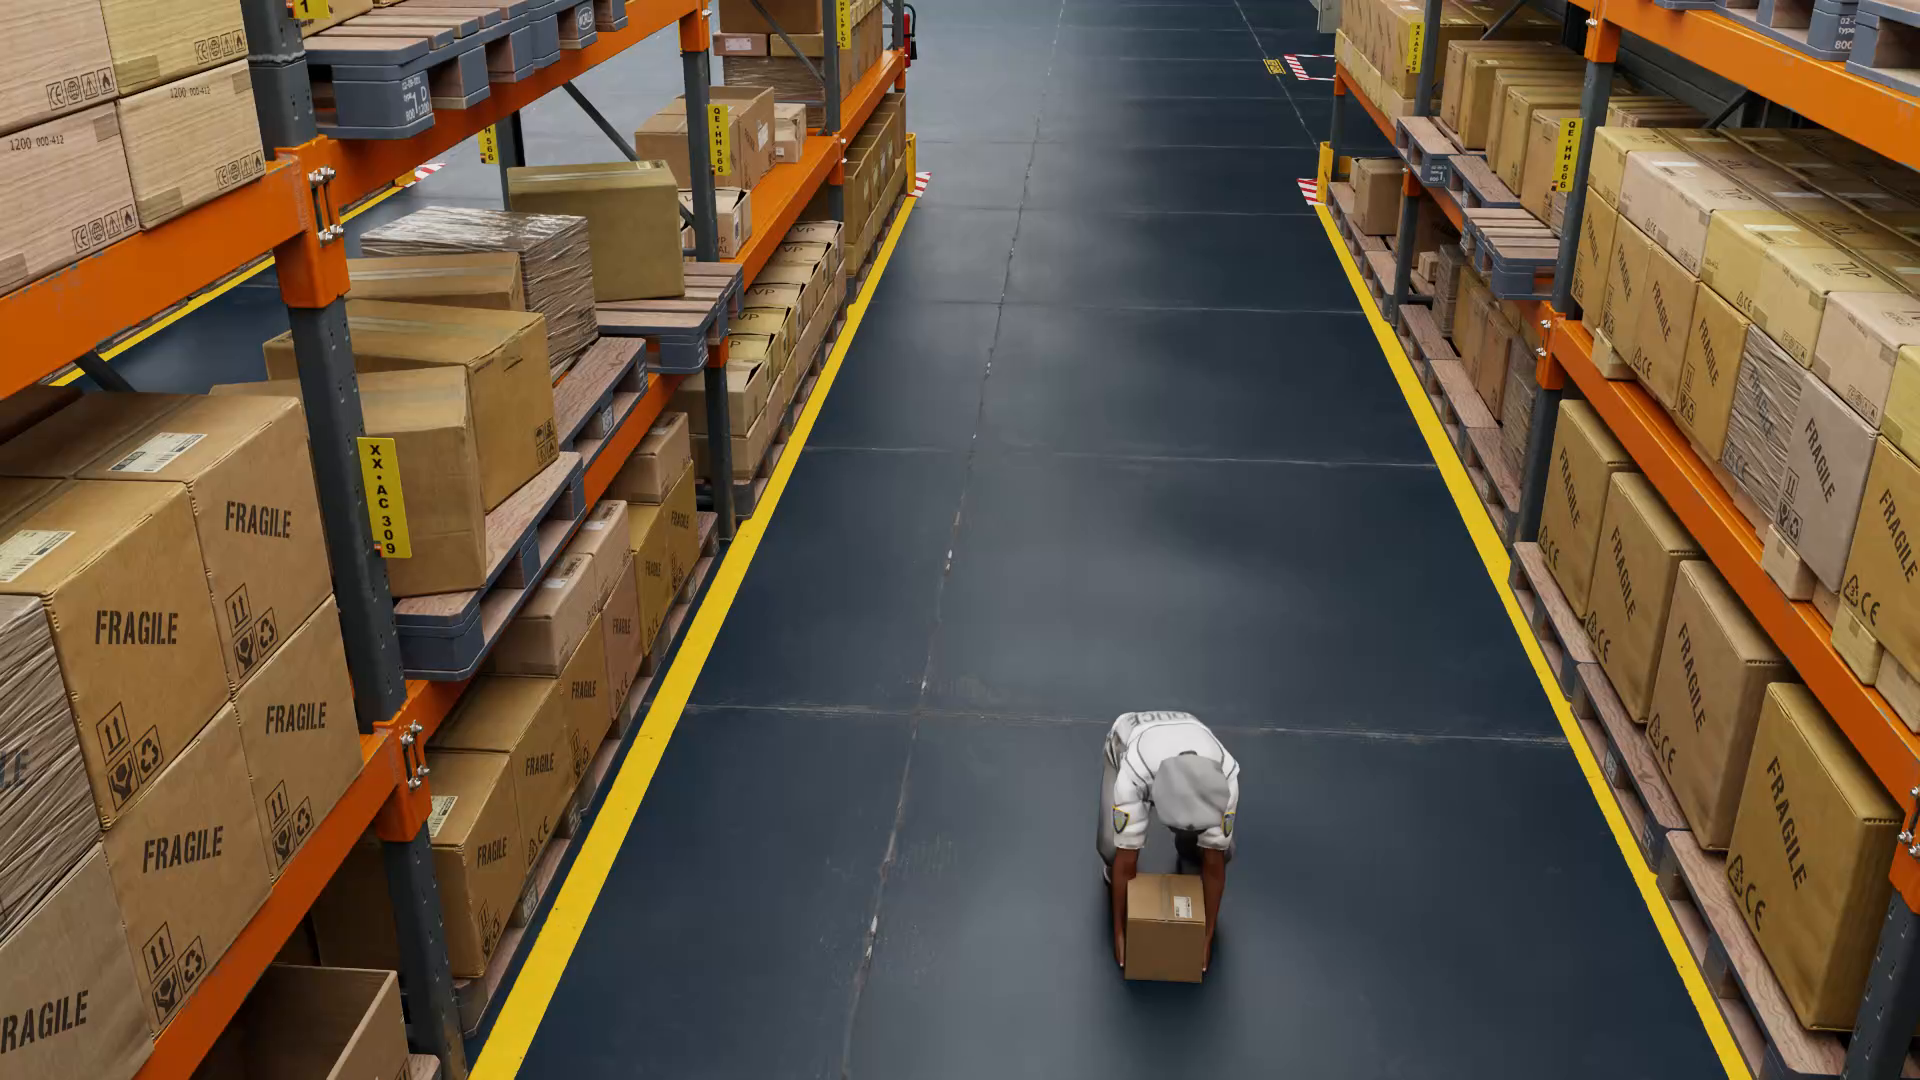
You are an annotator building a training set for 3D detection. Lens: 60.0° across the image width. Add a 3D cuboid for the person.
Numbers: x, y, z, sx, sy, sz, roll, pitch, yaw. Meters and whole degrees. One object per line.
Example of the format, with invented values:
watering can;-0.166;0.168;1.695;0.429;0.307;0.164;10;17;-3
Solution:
person;0.705;0.947;5.696;0.473;0.848;0.896;2;25;3
